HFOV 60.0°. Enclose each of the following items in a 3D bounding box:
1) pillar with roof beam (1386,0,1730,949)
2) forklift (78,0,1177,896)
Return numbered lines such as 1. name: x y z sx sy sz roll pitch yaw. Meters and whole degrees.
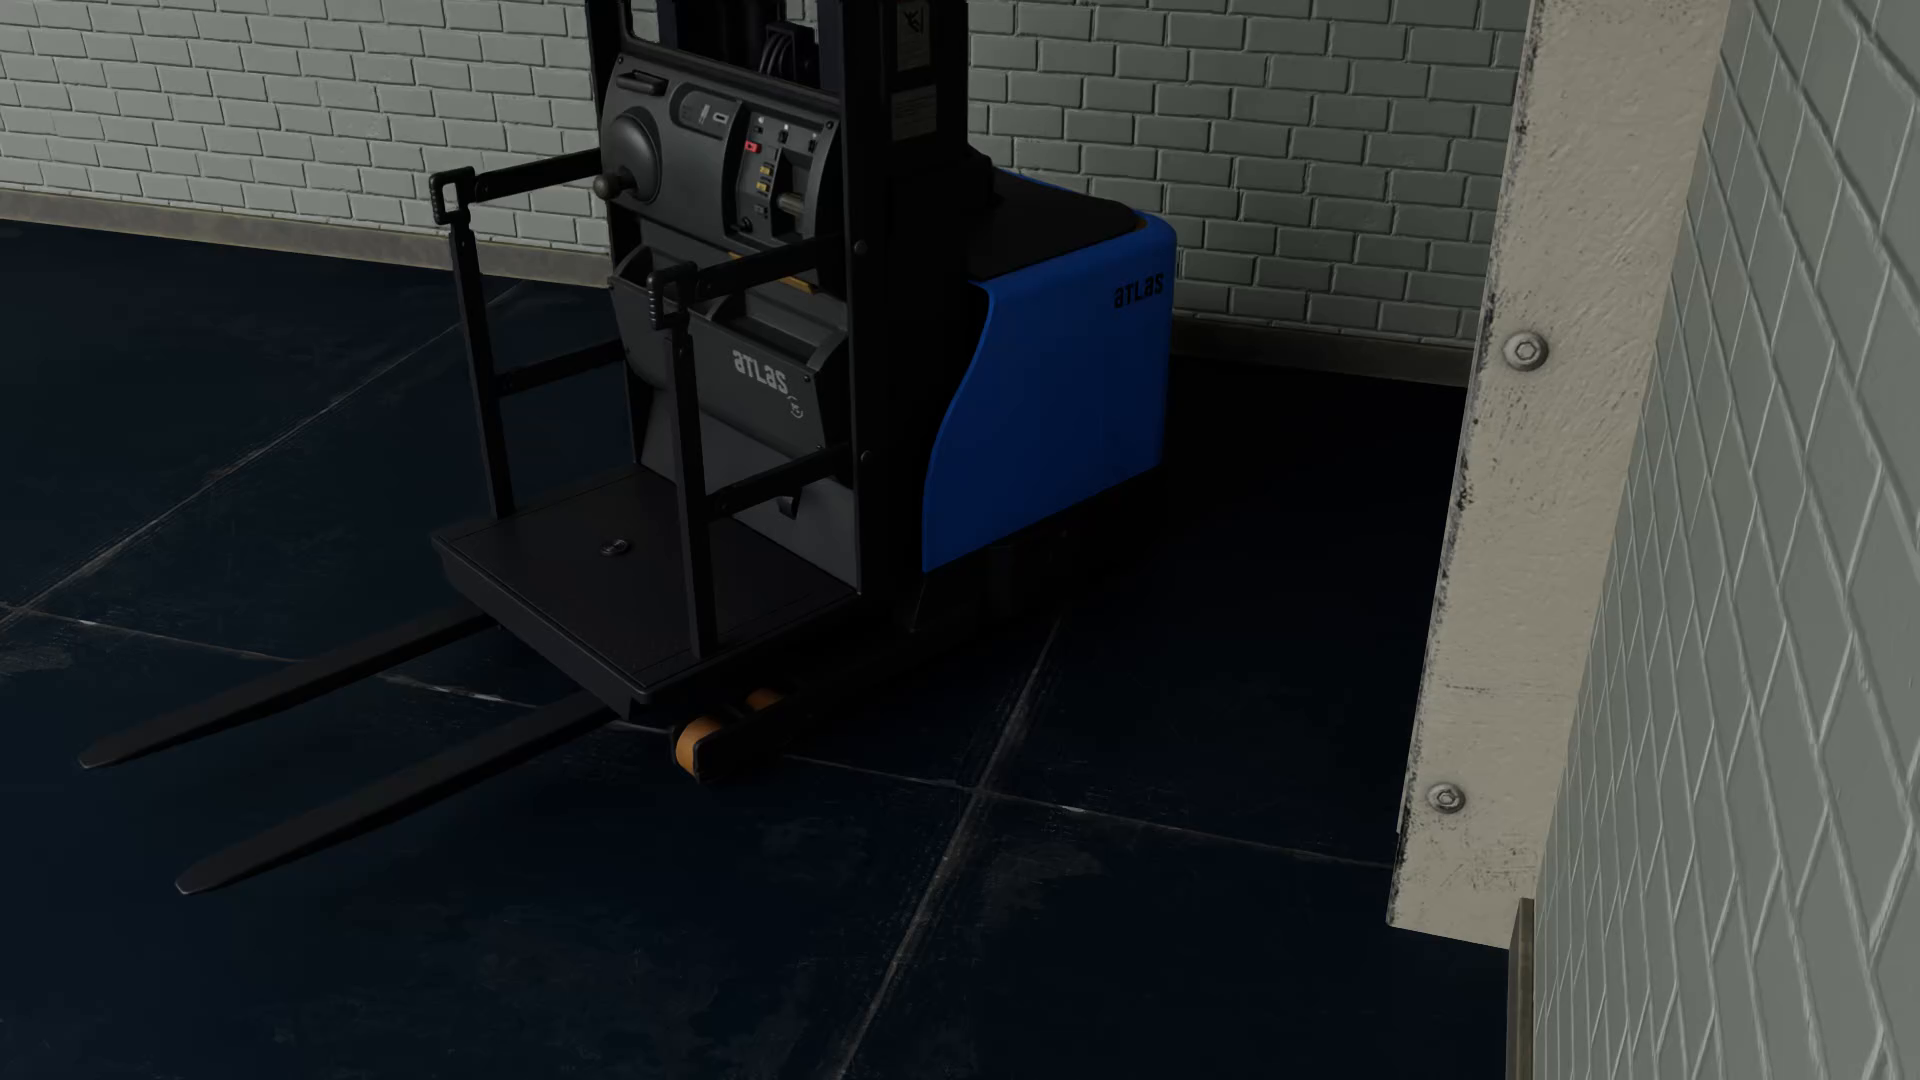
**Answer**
1. pillar with roof beam: -2.940 -3.740 2.833 9.100 9.000 0.400 8 30 15
2. forklift: -0.774 -0.949 4.057 3.031 2.935 1.130 -24 37 -37
